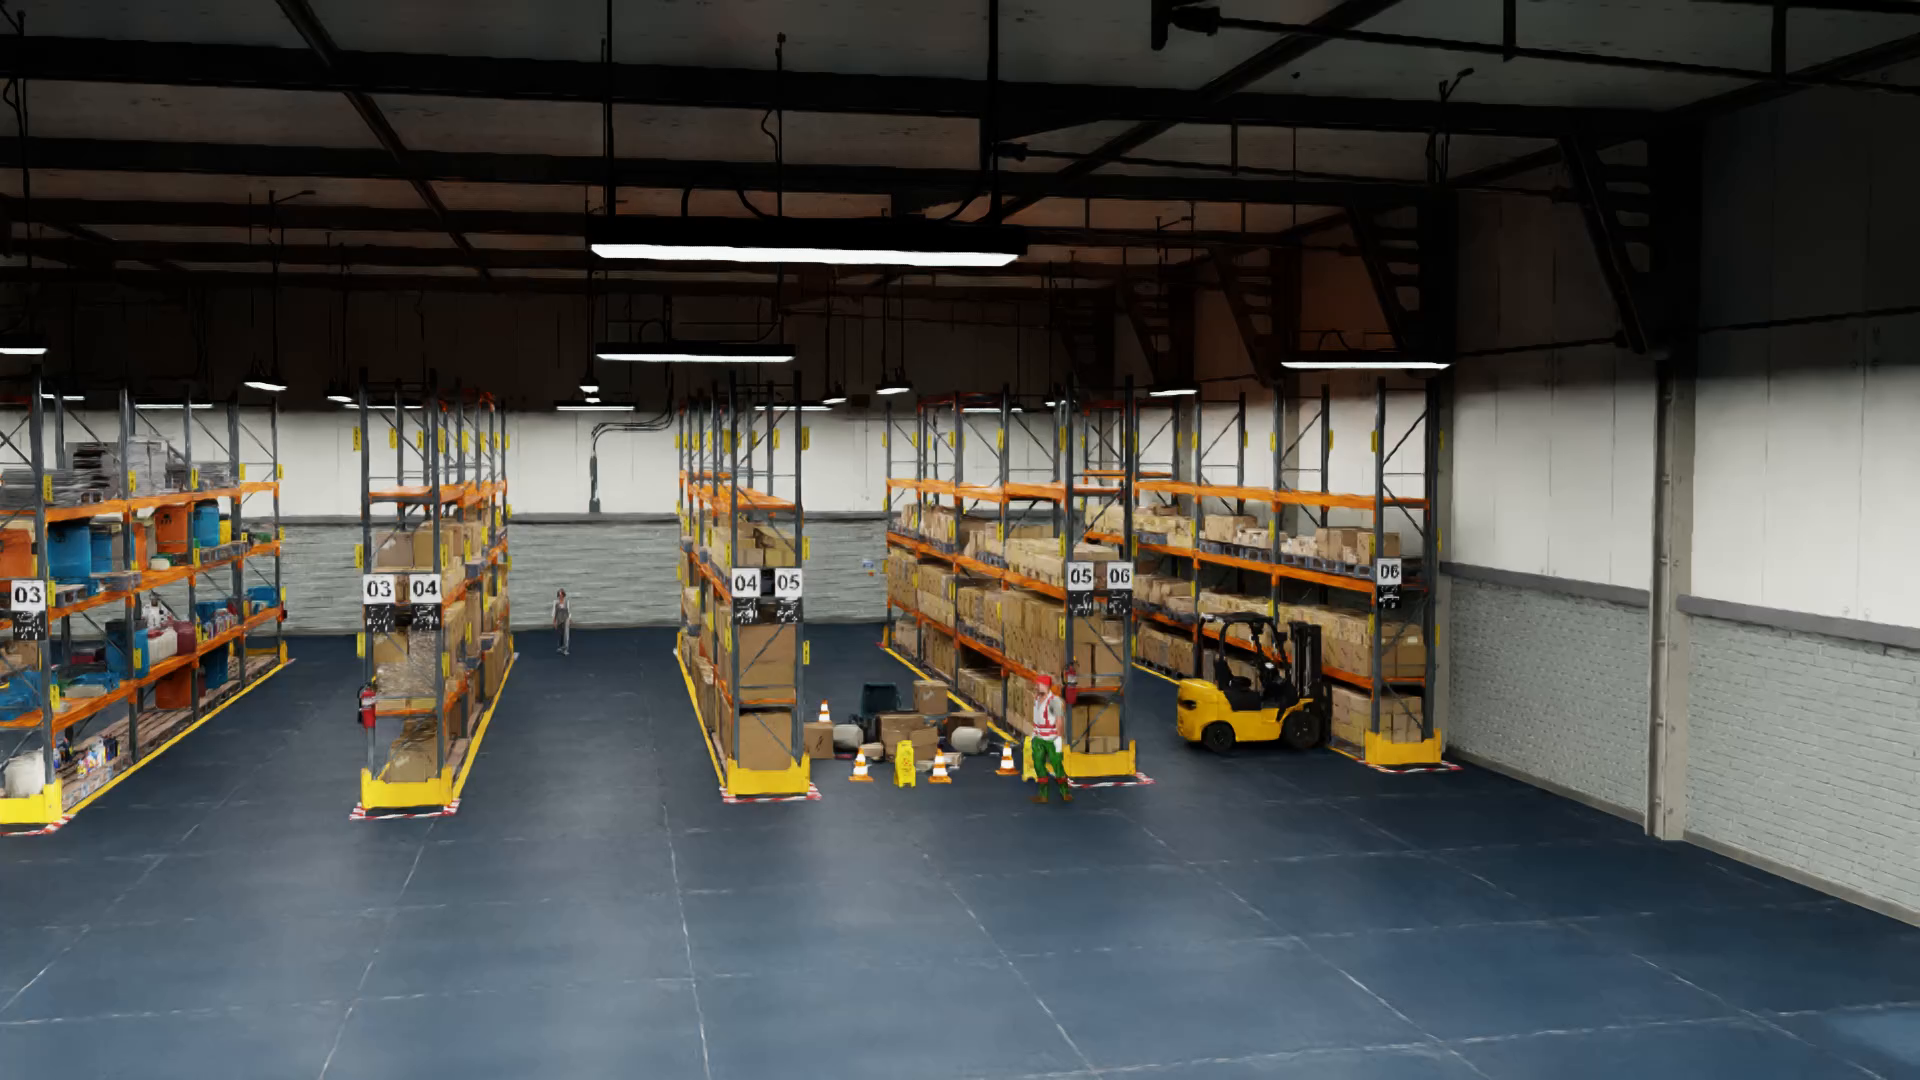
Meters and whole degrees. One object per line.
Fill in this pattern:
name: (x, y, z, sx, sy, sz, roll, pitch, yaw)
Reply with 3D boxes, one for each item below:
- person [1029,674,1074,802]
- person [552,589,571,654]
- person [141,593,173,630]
person: (1.245, 2.746, 23.117, 0.539, 1.781, 0.645, -3, 4, -40)
person: (-9.388, 1.899, 39.164, 0.417, 1.517, 1.037, -1, 3, -10)
person: (-17.625, 1.982, 36.446, 0.643, 1.715, 0.527, -1, 4, -14)
